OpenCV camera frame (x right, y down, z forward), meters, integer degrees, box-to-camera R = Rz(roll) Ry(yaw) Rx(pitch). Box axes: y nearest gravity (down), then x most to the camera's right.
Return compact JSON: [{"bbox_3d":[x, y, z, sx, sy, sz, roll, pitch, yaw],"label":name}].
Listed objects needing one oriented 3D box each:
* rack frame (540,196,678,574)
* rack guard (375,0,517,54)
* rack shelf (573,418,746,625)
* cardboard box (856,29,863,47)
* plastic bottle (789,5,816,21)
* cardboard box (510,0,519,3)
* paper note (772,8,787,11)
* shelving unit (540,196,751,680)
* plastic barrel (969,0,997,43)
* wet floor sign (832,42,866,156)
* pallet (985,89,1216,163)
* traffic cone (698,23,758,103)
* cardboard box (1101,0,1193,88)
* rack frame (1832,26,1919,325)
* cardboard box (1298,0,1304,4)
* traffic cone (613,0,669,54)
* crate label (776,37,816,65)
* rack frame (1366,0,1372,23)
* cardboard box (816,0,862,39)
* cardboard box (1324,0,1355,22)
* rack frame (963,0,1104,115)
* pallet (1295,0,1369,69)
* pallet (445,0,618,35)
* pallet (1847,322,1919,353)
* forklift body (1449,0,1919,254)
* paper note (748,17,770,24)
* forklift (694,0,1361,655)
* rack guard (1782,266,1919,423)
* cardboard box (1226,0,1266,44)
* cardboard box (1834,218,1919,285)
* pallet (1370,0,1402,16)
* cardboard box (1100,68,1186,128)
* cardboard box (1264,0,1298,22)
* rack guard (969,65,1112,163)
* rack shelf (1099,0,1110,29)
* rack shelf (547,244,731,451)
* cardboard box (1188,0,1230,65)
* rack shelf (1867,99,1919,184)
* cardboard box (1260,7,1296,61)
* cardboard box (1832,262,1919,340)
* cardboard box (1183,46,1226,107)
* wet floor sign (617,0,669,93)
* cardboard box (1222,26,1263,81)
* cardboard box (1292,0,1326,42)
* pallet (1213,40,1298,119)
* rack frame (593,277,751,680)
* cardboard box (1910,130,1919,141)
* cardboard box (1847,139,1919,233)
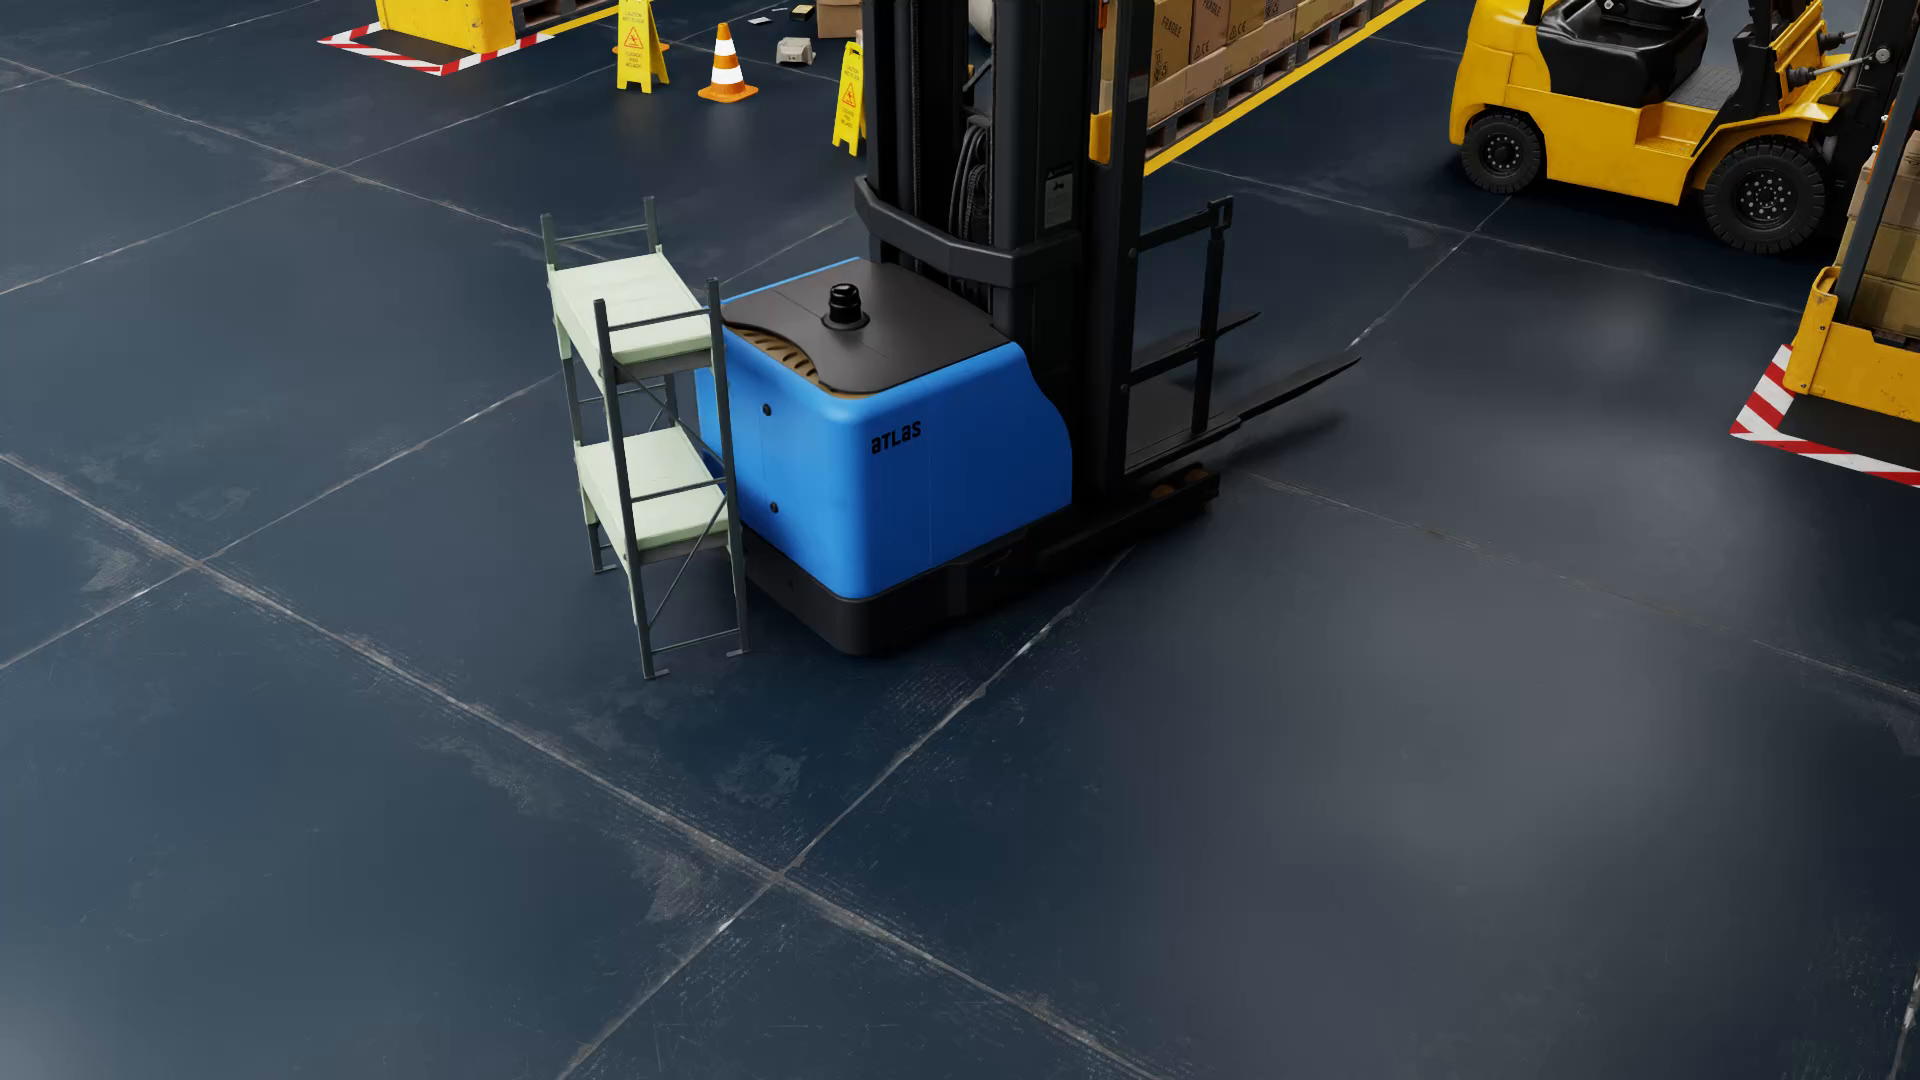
[{"bbox_3d":[-1.261,-0.540,6.209,0.400,1.500,0.023,-14,37,-20],"label":"rack frame"},{"bbox_3d":[-3.778,-3.934,12.122,1.175,0.500,0.348,21,39,28],"label":"rack guard"},{"bbox_3d":[-1.109,-0.083,6.116,0.431,0.370,0.720,-14,37,-20],"label":"rack shelf"},{"bbox_3d":[-0.553,-3.513,11.813,0.250,0.149,0.380,-15,37,-21],"label":"cardboard box"},{"bbox_3d":[-1.189,-4.013,12.630,0.133,0.061,0.283,8,35,12],"label":"plastic bottle"},{"bbox_3d":[-3.432,-4.608,12.408,0.875,0.875,0.875,21,40,28],"label":"cardboard box"},{"bbox_3d":[-1.384,-4.072,12.763,0.123,0.001,0.032,-15,37,-21],"label":"paper note"},{"bbox_3d":[-1.109,-0.353,5.933,0.431,1.500,0.755,-14,37,-20],"label":"shelving unit"},{"bbox_3d":[0.294,-3.813,12.011,0.421,0.421,0.512,-9,35,-13],"label":"plastic barrel"},{"bbox_3d":[-0.628,-2.725,10.204,0.232,0.644,0.267,-22,40,-29],"label":"wet floor sign"},{"bbox_3d":[0.895,-2.689,10.537,1.003,0.211,1.213,21,39,28],"label":"pallet"},{"bbox_3d":[-1.561,-3.203,11.074,0.336,0.463,0.334,21,39,28],"label":"traffic cone"},{"bbox_3d":[1.060,-3.086,10.046,0.500,0.500,0.500,20,39,27],"label":"cardboard box"},{"bbox_3d":[4.440,-1.863,6.827,1.000,3.000,0.127,21,39,28],"label":"rack frame"},{"bbox_3d":[2.235,-4.040,11.457,0.500,0.500,0.500,22,40,29],"label":"cardboard box"},{"bbox_3d":[-2.295,-3.721,11.839,0.336,0.463,0.334,21,39,28],"label":"traffic cone"},{"bbox_3d":[-1.163,-3.450,11.729,0.250,0.136,0.298,3,34,4],"label":"crate label"},{"bbox_3d":[2.640,-5.287,11.891,1.000,3.000,0.127,21,39,28],"label":"rack frame"},{"bbox_3d":[-0.719,-4.029,12.259,0.797,0.503,0.637,-3,34,-4],"label":"cardboard box"},{"bbox_3d":[2.524,-3.964,12.014,0.500,0.250,0.500,23,40,30],"label":"cardboard box"},{"bbox_3d":[0.360,-3.446,9.168,1.000,3.000,0.127,21,39,28],"label":"rack frame"},{"bbox_3d":[2.286,-3.812,12.198,1.003,0.211,1.213,21,39,28],"label":"pallet"},{"bbox_3d":[-3.373,-4.219,12.800,1.003,0.211,1.213,21,39,28],"label":"pallet"},{"bbox_3d":[4.841,-1.073,8.148,1.003,0.211,1.213,21,39,28],"label":"pallet"},{"bbox_3d":[4.022,-2.966,9.216,2.313,2.155,1.214,21,39,28],"label":"forklift body"},{"bbox_3d":[-1.499,-3.910,12.507,0.142,0.017,0.144,-22,40,-29],"label":"paper note"},{"bbox_3d":[0.455,-1.478,6.320,3.031,2.935,1.130,-25,41,-32],"label":"forklift"},{"bbox_3d":[4.426,-0.816,7.510,1.175,0.500,0.348,21,39,28],"label":"rack guard"},{"bbox_3d":[1.647,-3.556,10.741,0.500,0.500,0.500,22,40,29],"label":"cardboard box"},{"bbox_3d":[4.460,-1.428,7.818,0.500,0.250,0.500,21,39,28],"label":"cardboard box"},{"bbox_3d":[3.083,-4.491,13.202,1.003,0.211,1.213,21,39,28],"label":"pallet"},{"bbox_3d":[1.047,-2.764,10.239,0.500,0.250,0.500,21,39,28],"label":"cardboard box"},{"bbox_3d":[1.945,-3.805,11.109,0.500,0.500,0.500,24,41,31],"label":"cardboard box"},{"bbox_3d":[0.403,-2.446,9.920,1.175,0.500,0.348,21,39,28],"label":"rack guard"},{"bbox_3d":[1.500,-4.069,10.731,1.077,0.370,4.000,21,39,28],"label":"rack shelf"},{"bbox_3d":[-1.109,-0.676,5.715,0.431,0.370,0.720,-14,37,-20],"label":"rack shelf"},{"bbox_3d":[1.354,-3.328,10.404,0.500,0.500,0.500,20,39,27],"label":"cardboard box"},{"bbox_3d":[5.580,-2.485,8.389,1.077,0.370,4.000,21,39,28],"label":"rack shelf"},{"bbox_3d":[1.935,-3.483,11.303,0.500,0.250,0.500,22,40,29],"label":"cardboard box"},{"bbox_3d":[4.448,-1.215,7.948,0.500,0.250,0.500,22,40,28],"label":"cardboard box"},{"bbox_3d":[1.344,-2.997,10.583,0.500,0.250,0.500,23,40,30],"label":"cardboard box"},{"bbox_3d":[-2.154,-3.360,11.142,0.267,0.644,0.232,14,37,20],"label":"wet floor sign"},{"bbox_3d":[1.645,-3.252,10.960,0.500,0.250,0.500,24,41,31],"label":"cardboard box"},{"bbox_3d":[2.229,-3.716,11.647,0.500,0.250,0.500,20,39,27],"label":"cardboard box"},{"bbox_3d":[1.591,-3.248,11.364,1.003,0.211,1.213,21,39,28],"label":"pallet"},{"bbox_3d":[-0.957,-0.167,5.657,0.400,1.500,0.023,-14,37,-20],"label":"rack frame"},{"bbox_3d":[4.732,-1.860,8.010,0.500,0.250,0.500,22,40,29],"label":"cardboard box"},{"bbox_3d":[4.446,-1.623,7.660,0.500,0.250,0.500,23,40,30],"label":"cardboard box"}]
